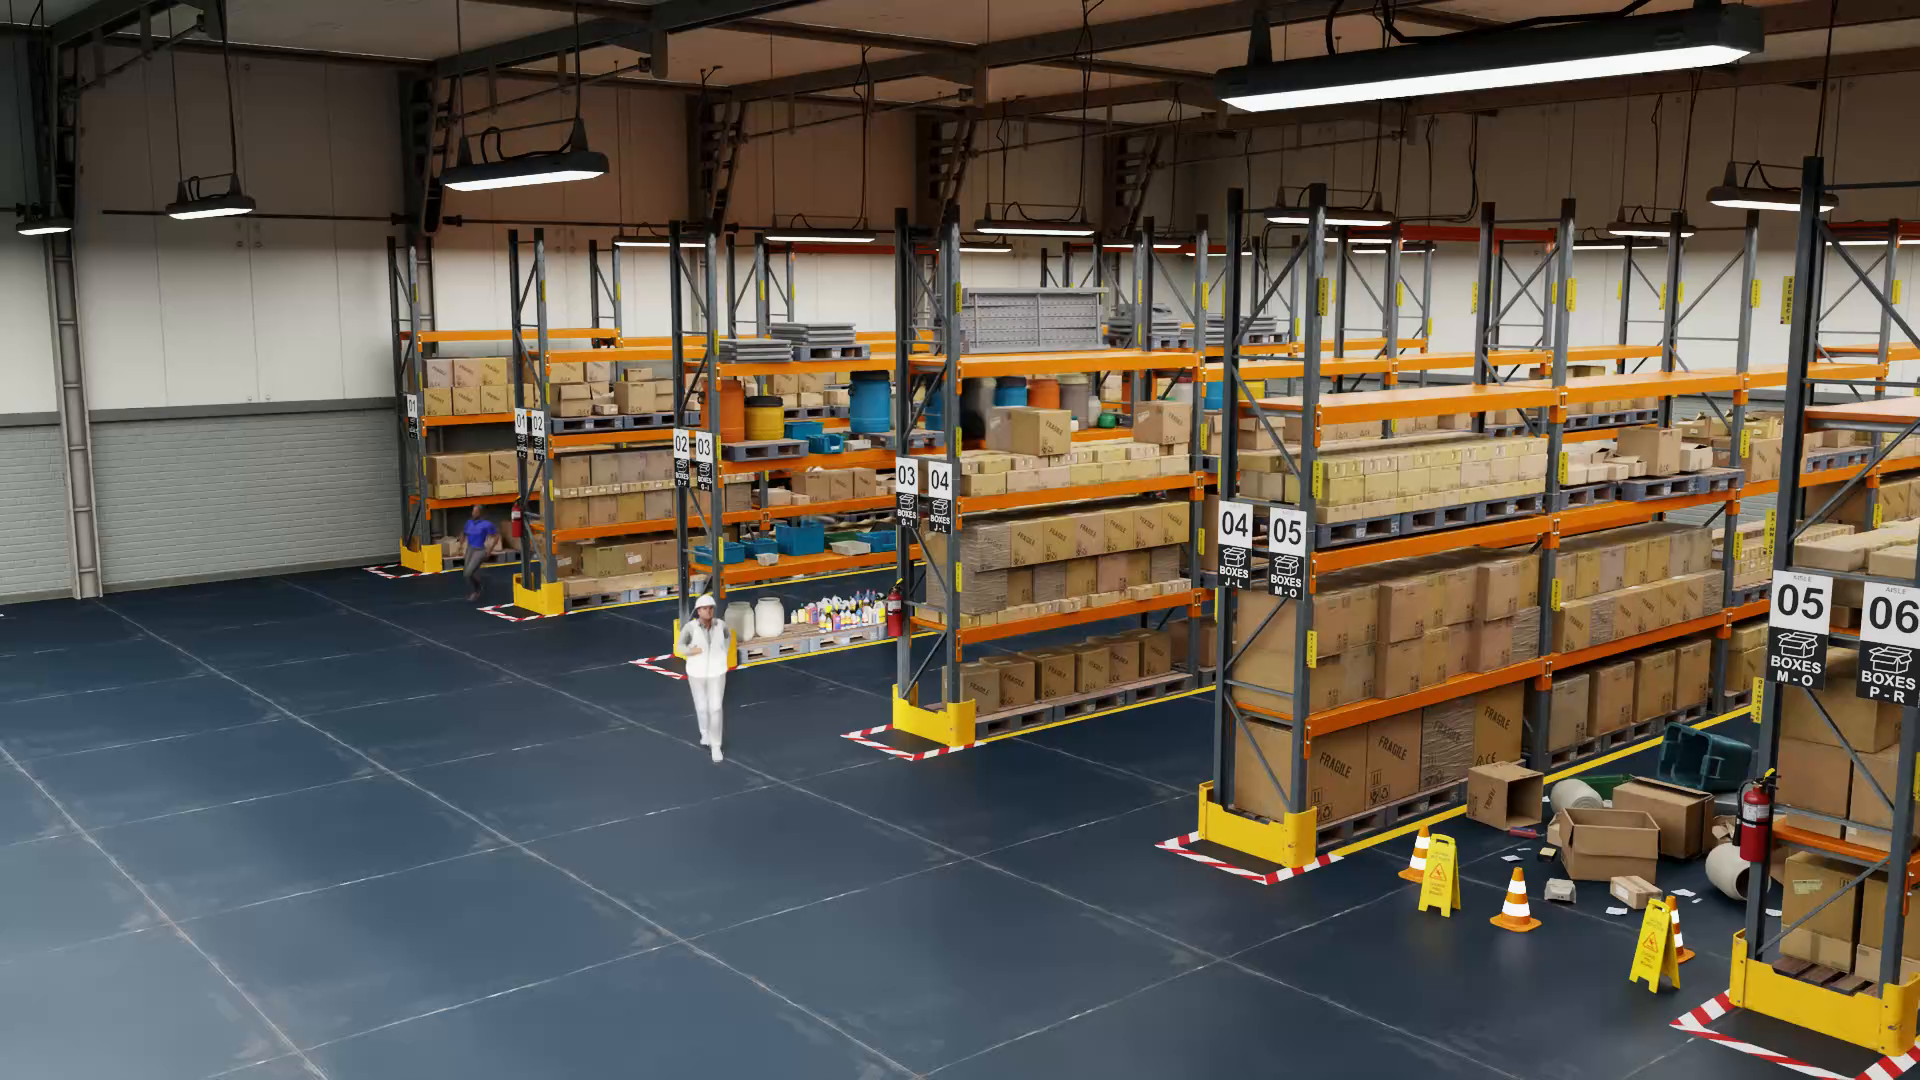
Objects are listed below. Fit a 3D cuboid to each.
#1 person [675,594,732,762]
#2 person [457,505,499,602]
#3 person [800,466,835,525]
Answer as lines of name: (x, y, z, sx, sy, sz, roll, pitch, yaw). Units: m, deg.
person: (-2.815, 1.500, 18.332, 0.626, 1.841, 0.782, -2, 9, -11)
person: (-7.874, 0.223, 27.066, 0.638, 1.604, 0.590, 4, 10, 24)
person: (-2.925, -0.823, 33.449, 0.880, 1.765, 0.711, -9, 12, -44)
